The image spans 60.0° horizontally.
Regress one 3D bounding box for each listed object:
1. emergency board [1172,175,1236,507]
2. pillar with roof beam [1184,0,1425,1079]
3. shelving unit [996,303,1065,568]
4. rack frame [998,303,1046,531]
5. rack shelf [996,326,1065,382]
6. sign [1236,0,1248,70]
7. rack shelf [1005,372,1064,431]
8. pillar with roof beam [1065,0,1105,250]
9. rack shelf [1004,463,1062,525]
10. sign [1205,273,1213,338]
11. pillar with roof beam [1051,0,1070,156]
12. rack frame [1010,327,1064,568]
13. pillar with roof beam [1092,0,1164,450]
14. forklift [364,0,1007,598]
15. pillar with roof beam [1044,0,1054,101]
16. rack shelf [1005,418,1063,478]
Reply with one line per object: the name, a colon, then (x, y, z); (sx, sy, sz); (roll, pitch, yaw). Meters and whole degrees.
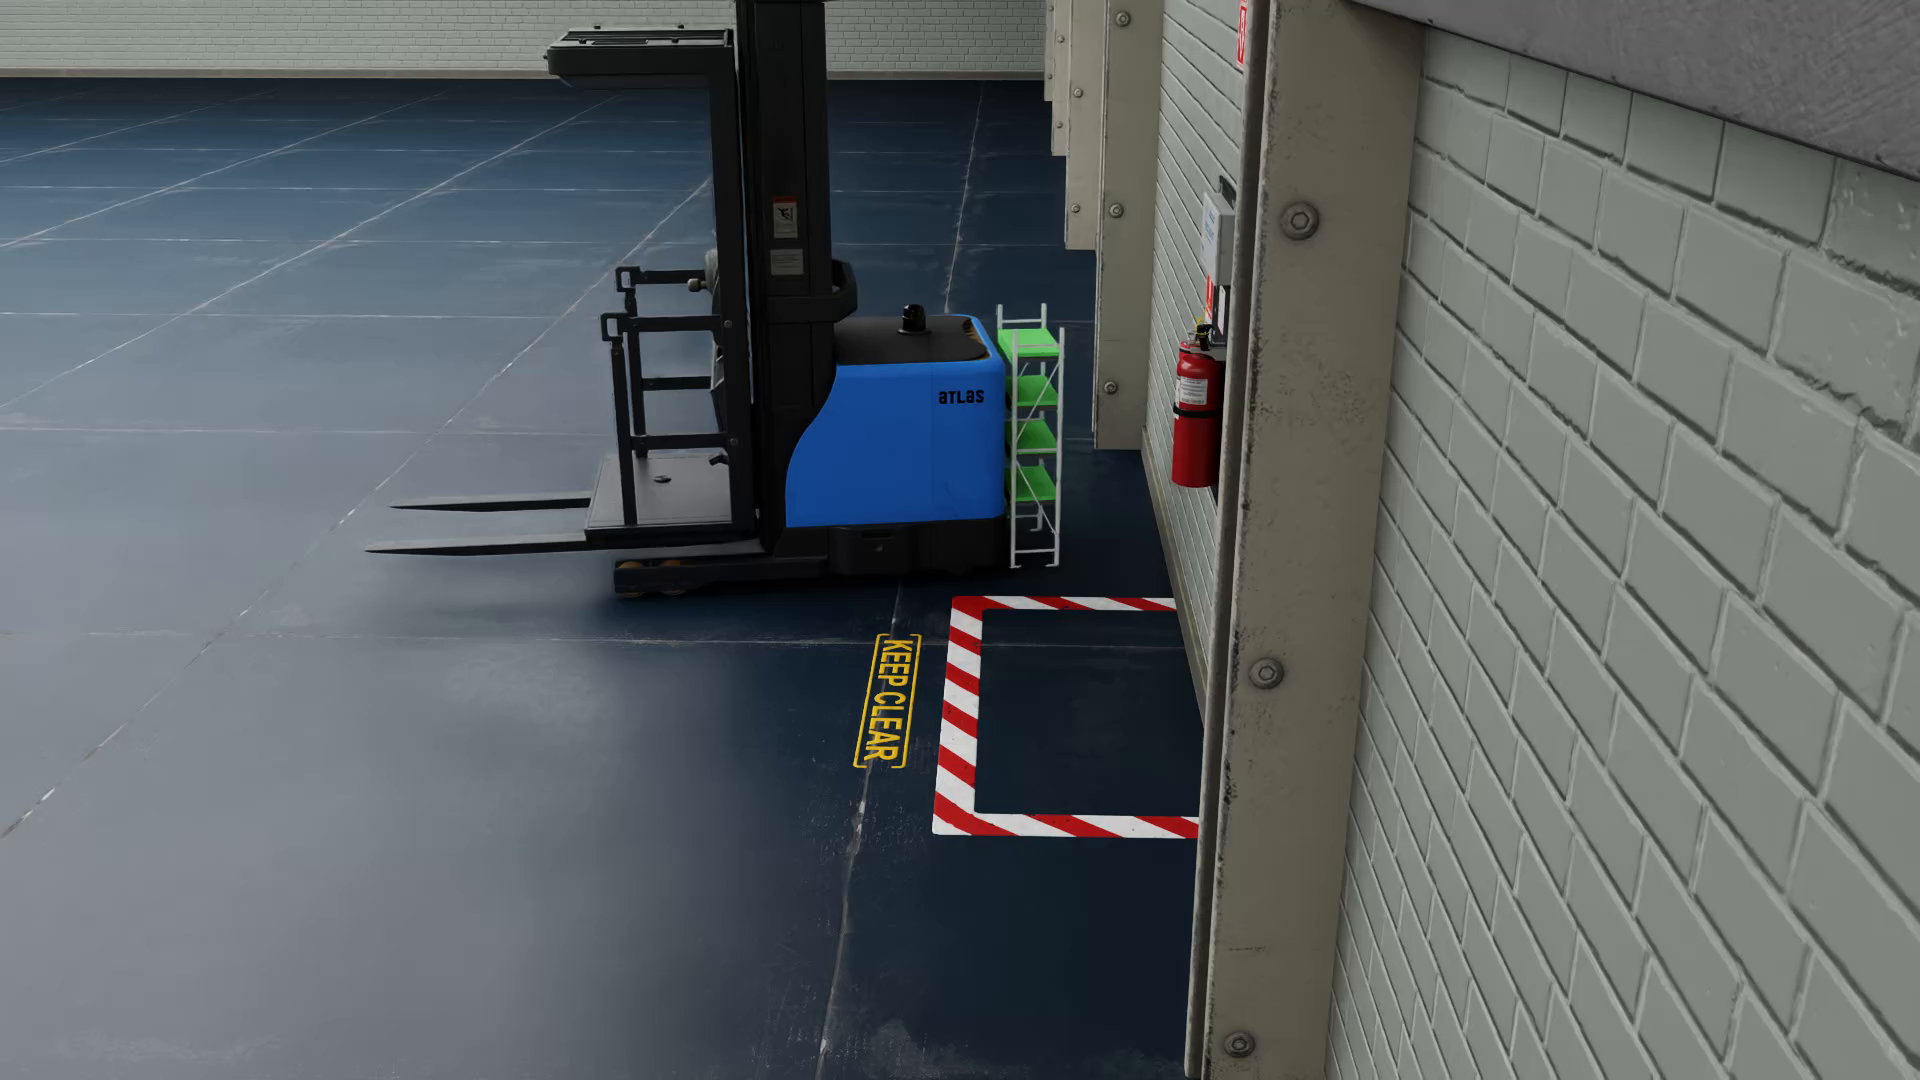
emergency board: (0.896, -0.735, 6.276); (0.194, 1.169, 0.643); (1, 21, 2)
pillar with roof beam: (-3.520, -2.686, 3.011); (9.100, 9.000, 0.400); (1, 21, 2)
shelving unit: (0.337, -0.516, 8.201); (0.258, 1.200, 0.503); (-3, 21, -7)
rack frame: (0.306, -0.604, 8.426); (0.240, 1.200, 0.015); (-3, 21, -7)
rack shelf: (0.337, -0.904, 8.050); (0.258, 0.148, 0.480); (-3, 21, -7)
sign: (0.996, -1.817, 5.862); (0.001, 0.298, 0.199); (1, 21, 2)
rack shelf: (0.337, -0.681, 8.137); (0.258, 0.148, 0.480); (-3, 21, -7)
pillar with roof beam: (-3.155, -7.025, 14.194); (9.100, 9.000, 0.400); (1, 21, 2)
rack shelf: (0.337, -0.233, 8.311); (0.258, 0.148, 0.480); (-3, 21, -7)
sign: (1.016, -0.950, 6.782); (0.001, 0.329, 0.234); (1, 21, 2)
pillar with roof beam: (-2.973, -9.194, 19.785); (9.100, 9.000, 0.400); (1, 21, 2)
rack frame: (0.367, -0.429, 7.975); (0.240, 1.200, 0.015); (-3, 21, -7)
pillar with roof beam: (-3.338, -4.855, 8.602); (9.100, 9.000, 0.400); (1, 21, 2)
forklift: (-1.330, -1.298, 7.822); (3.031, 2.935, 1.130); (-3, 21, -7)
pillar with roof beam: (-2.790, -11.364, 25.376); (9.100, 9.000, 0.400); (1, 21, 2)
rack shelf: (0.337, -0.457, 8.224); (0.258, 0.148, 0.480); (-3, 21, -7)
